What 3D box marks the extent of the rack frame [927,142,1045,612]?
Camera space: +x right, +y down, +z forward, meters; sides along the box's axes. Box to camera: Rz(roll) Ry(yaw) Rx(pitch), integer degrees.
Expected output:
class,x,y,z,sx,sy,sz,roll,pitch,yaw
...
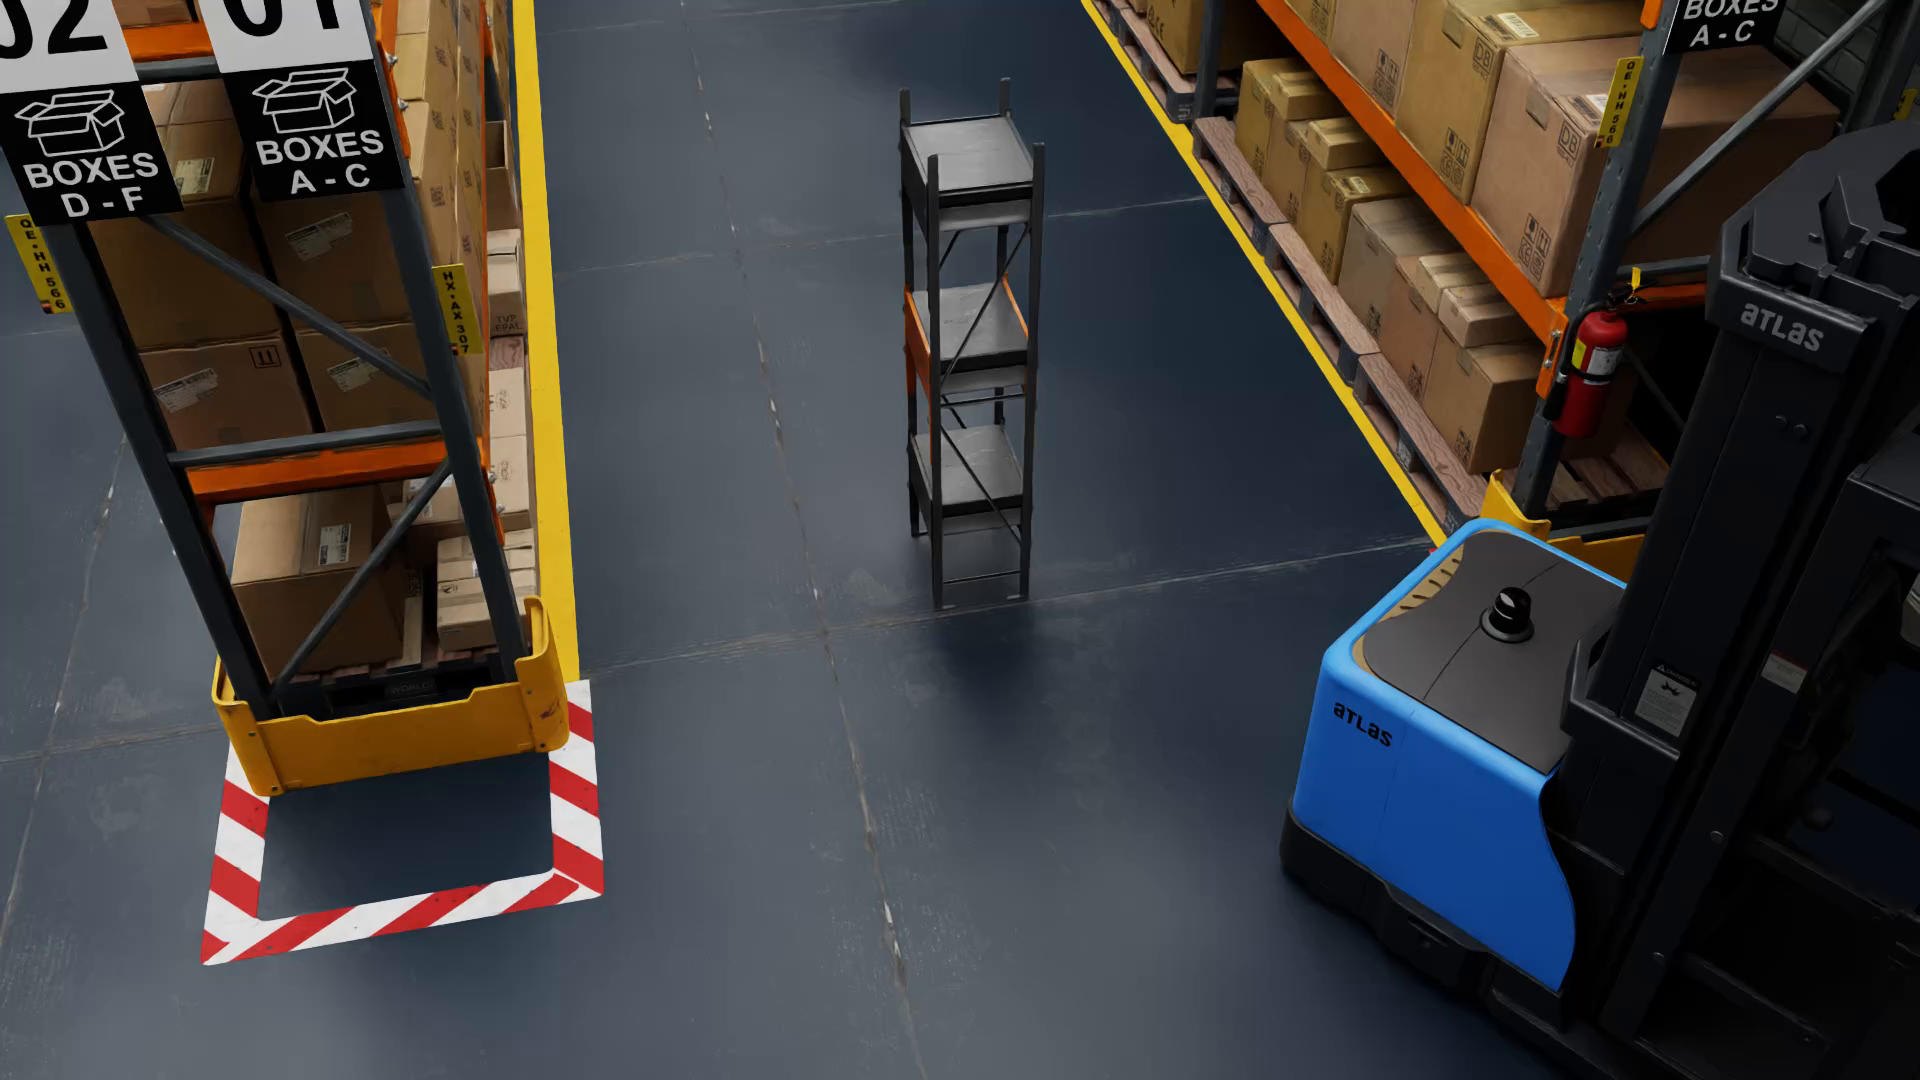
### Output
class,x,y,z,sx,sy,sz,roll,pitch,yaw
rack frame,0.088,-0.520,6.254,0.400,2.100,0.015,-8,42,-9

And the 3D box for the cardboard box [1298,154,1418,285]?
class,x,y,z,sx,sy,sz,roll,pitch,yaw
cardboard box,2.166,-1.674,8.443,0.700,0.500,0.500,-7,42,-8

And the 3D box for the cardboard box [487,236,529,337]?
class,x,y,z,sx,sy,sz,roll,pitch,yaw
cardboard box,-2.384,-1.242,8.084,0.500,0.311,0.500,-8,42,-9

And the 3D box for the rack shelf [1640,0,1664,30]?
class,x,y,z,sx,sy,sz,roll,pitch,yaw
rack shelf,2.322,-3.167,6.840,1.077,0.370,4.000,-8,42,-9

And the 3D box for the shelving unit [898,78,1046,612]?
class,x,y,z,sx,sy,sz,roll,pitch,yaw
shelving unit,0.036,-0.678,6.432,0.431,2.100,0.503,-8,42,-9

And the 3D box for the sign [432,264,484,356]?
class,x,y,z,sx,sy,sz,roll,pitch,yaw
sign,-1.552,-0.707,5.135,0.100,0.325,0.005,-8,42,-9

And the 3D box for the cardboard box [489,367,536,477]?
class,x,y,z,sx,sy,sz,roll,pitch,yaw
cardboard box,-2.138,-0.483,7.274,0.500,0.250,0.500,-8,42,-9

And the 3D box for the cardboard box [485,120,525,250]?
class,x,y,z,sx,sy,sz,roll,pitch,yaw
cardboard box,-2.545,-1.799,8.569,0.500,0.500,0.500,-8,42,-9

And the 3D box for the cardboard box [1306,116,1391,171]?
class,x,y,z,sx,sy,sz,roll,pitch,yaw
cardboard box,1.961,-1.989,8.310,0.380,0.149,0.250,-9,42,-11

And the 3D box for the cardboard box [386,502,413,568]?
class,x,y,z,sx,sy,sz,roll,pitch,yaw
cardboard box,-2.440,-0.003,6.797,0.380,0.166,0.250,-8,42,-9

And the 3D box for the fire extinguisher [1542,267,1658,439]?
class,x,y,z,sx,sy,sz,roll,pitch,yaw
fire extinguisher,2.336,-0.685,6.102,0.296,0.674,0.183,-8,42,-9

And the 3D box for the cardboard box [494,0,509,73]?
class,x,y,z,sx,sy,sz,roll,pitch,yaw
cardboard box,-3.038,-3.146,10.086,0.500,0.500,0.500,-8,42,-9

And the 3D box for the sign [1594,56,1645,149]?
class,x,y,z,sx,sy,sz,roll,pitch,yaw
sign,2.221,-1.470,5.596,0.100,0.325,0.005,-8,42,-9

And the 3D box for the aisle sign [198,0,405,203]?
class,x,y,z,sx,sy,sz,roll,pitch,yaw
aisle sign,-1.781,-1.275,4.469,0.394,0.787,0.004,-8,42,-9

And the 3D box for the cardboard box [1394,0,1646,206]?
class,x,y,z,sx,sy,sz,roll,pitch,yaw
cardboard box,2.466,-1.929,6.938,0.980,0.700,0.700,-9,42,-10

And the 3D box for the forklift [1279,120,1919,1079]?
class,x,y,z,sx,sy,sz,roll,pitch,yaw
forklift,2.546,0.511,4.467,3.031,2.935,1.130,32,51,31

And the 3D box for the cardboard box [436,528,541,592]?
class,x,y,z,sx,sy,sz,roll,pitch,yaw
cardboard box,-1.891,0.107,6.673,0.380,0.166,0.250,-8,42,-9

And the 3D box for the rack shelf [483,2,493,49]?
class,x,y,z,sx,sy,sz,roll,pitch,yaw
rack shelf,-3.377,-3.926,9.955,1.077,0.370,4.000,-8,42,-9

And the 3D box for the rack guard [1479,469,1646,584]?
class,x,y,z,sx,sy,sz,roll,pitch,yaw
rack guard,2.759,-0.067,6.949,1.175,0.500,0.348,-8,42,-9

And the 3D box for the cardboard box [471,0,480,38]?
class,x,y,z,sx,sy,sz,roll,pitch,yaw
cardboard box,-2.587,-2.648,7.899,0.500,0.500,0.500,-8,42,-9

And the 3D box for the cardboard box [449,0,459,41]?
class,x,y,z,sx,sy,sz,roll,pitch,yaw
cardboard box,-2.362,-2.360,6.821,0.500,0.500,0.500,-8,42,-9

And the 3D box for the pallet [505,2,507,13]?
class,x,y,z,sx,sy,sz,roll,pitch,yaw
pallet,-3.685,-3.959,11.551,1.003,0.211,1.213,-8,42,-9

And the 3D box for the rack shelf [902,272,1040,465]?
class,x,y,z,sx,sy,sz,roll,pitch,yaw
rack shelf,0.036,-0.668,6.441,0.431,0.518,0.480,-8,42,-9

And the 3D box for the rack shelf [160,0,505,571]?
class,x,y,z,sx,sy,sz,roll,pitch,yaw
rack shelf,-2.514,-1.333,7.034,1.077,0.370,4.000,-8,42,-9

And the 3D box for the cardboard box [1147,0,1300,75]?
class,x,y,z,sx,sy,sz,roll,pitch,yaw
cardboard box,1.623,-3.366,10.086,0.750,0.750,0.750,-8,42,-9

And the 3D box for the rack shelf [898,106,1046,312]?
class,x,y,z,sx,sy,sz,roll,pitch,yaw
rack shelf,0.036,-1.191,5.976,0.431,0.518,0.480,-8,42,-9

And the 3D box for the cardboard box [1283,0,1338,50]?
class,x,y,z,sx,sy,sz,roll,pitch,yaw
cardboard box,2.144,-2.895,8.025,0.980,0.700,0.700,-9,42,-10

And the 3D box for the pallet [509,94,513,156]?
class,x,y,z,sx,sy,sz,roll,pitch,yaw
pallet,-3.158,-2.377,9.769,1.003,0.211,1.213,-8,42,-9

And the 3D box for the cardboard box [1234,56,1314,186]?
class,x,y,z,sx,sy,sz,roll,pitch,yaw
cardboard box,1.952,-2.333,9.186,0.700,0.500,0.500,-8,42,-9

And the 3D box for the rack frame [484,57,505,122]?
class,x,y,z,sx,sy,sz,roll,pitch,yaw
rack frame,-2.945,-2.898,8.255,1.000,3.000,0.127,-8,42,-9

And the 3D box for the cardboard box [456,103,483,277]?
class,x,y,z,sx,sy,sz,roll,pitch,yaw
cardboard box,-2.142,-1.328,6.411,0.500,0.500,0.500,-8,42,-9

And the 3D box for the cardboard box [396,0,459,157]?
class,x,y,z,sx,sy,sz,roll,pitch,yaw
cardboard box,-2.144,-1.705,6.083,0.500,0.500,0.500,-8,42,-9

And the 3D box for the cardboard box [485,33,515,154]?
class,x,y,z,sx,sy,sz,roll,pitch,yaw
cardboard box,-2.812,-2.476,9.332,0.500,0.500,0.500,-10,43,-11

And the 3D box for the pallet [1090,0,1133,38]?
class,x,y,z,sx,sy,sz,roll,pitch,yaw
pallet,1.384,-3.849,11.427,1.003,0.211,1.213,-8,42,-9

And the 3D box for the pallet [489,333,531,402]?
class,x,y,z,sx,sy,sz,roll,pitch,yaw
pallet,-2.531,-0.618,7.787,1.003,0.211,1.213,-8,42,-9

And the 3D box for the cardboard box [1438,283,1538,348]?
class,x,y,z,sx,sy,sz,roll,pitch,yaw
cardboard box,2.300,-0.979,7.171,0.380,0.149,0.250,-9,42,-10

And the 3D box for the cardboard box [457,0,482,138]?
class,x,y,z,sx,sy,sz,roll,pitch,yaw
cardboard box,-2.361,-1.982,7.148,0.500,0.500,0.500,-7,42,-8

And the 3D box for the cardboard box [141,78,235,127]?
class,x,y,z,sx,sy,sz,roll,pitch,yaw
cardboard box,-2.557,-1.293,5.619,0.500,0.500,0.500,-7,42,-8

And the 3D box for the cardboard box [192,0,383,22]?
class,x,y,z,sx,sy,sz,roll,pitch,yaw
cardboard box,-1.945,-1.740,4.805,0.500,0.250,0.500,-8,42,-9

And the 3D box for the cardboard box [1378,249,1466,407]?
class,x,y,z,sx,sy,sz,roll,pitch,yaw
cardboard box,2.397,-1.004,7.688,0.700,0.500,0.500,-8,42,-9

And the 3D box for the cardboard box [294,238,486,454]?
class,x,y,z,sx,sy,sz,roll,pitch,yaw
cardboard box,-1.920,-0.668,5.668,0.500,0.500,0.500,-8,42,-8

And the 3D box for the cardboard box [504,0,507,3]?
class,x,y,z,sx,sy,sz,roll,pitch,yaw
cardboard box,-3.266,-3.813,10.837,0.500,0.500,0.500,-10,43,-11

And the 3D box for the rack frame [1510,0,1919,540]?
class,x,y,z,sx,sy,sz,roll,pitch,yaw
rack frame,2.754,-1.018,6.137,1.000,3.000,0.127,-8,42,-9

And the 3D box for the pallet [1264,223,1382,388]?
class,x,y,z,sx,sy,sz,roll,pitch,yaw
pallet,2.245,-1.271,8.523,1.003,0.211,1.213,-8,42,-9

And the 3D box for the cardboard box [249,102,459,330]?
class,x,y,z,sx,sy,sz,roll,pitch,yaw
cardboard box,-1.920,-1.042,5.336,0.500,0.500,0.500,-7,42,-8
